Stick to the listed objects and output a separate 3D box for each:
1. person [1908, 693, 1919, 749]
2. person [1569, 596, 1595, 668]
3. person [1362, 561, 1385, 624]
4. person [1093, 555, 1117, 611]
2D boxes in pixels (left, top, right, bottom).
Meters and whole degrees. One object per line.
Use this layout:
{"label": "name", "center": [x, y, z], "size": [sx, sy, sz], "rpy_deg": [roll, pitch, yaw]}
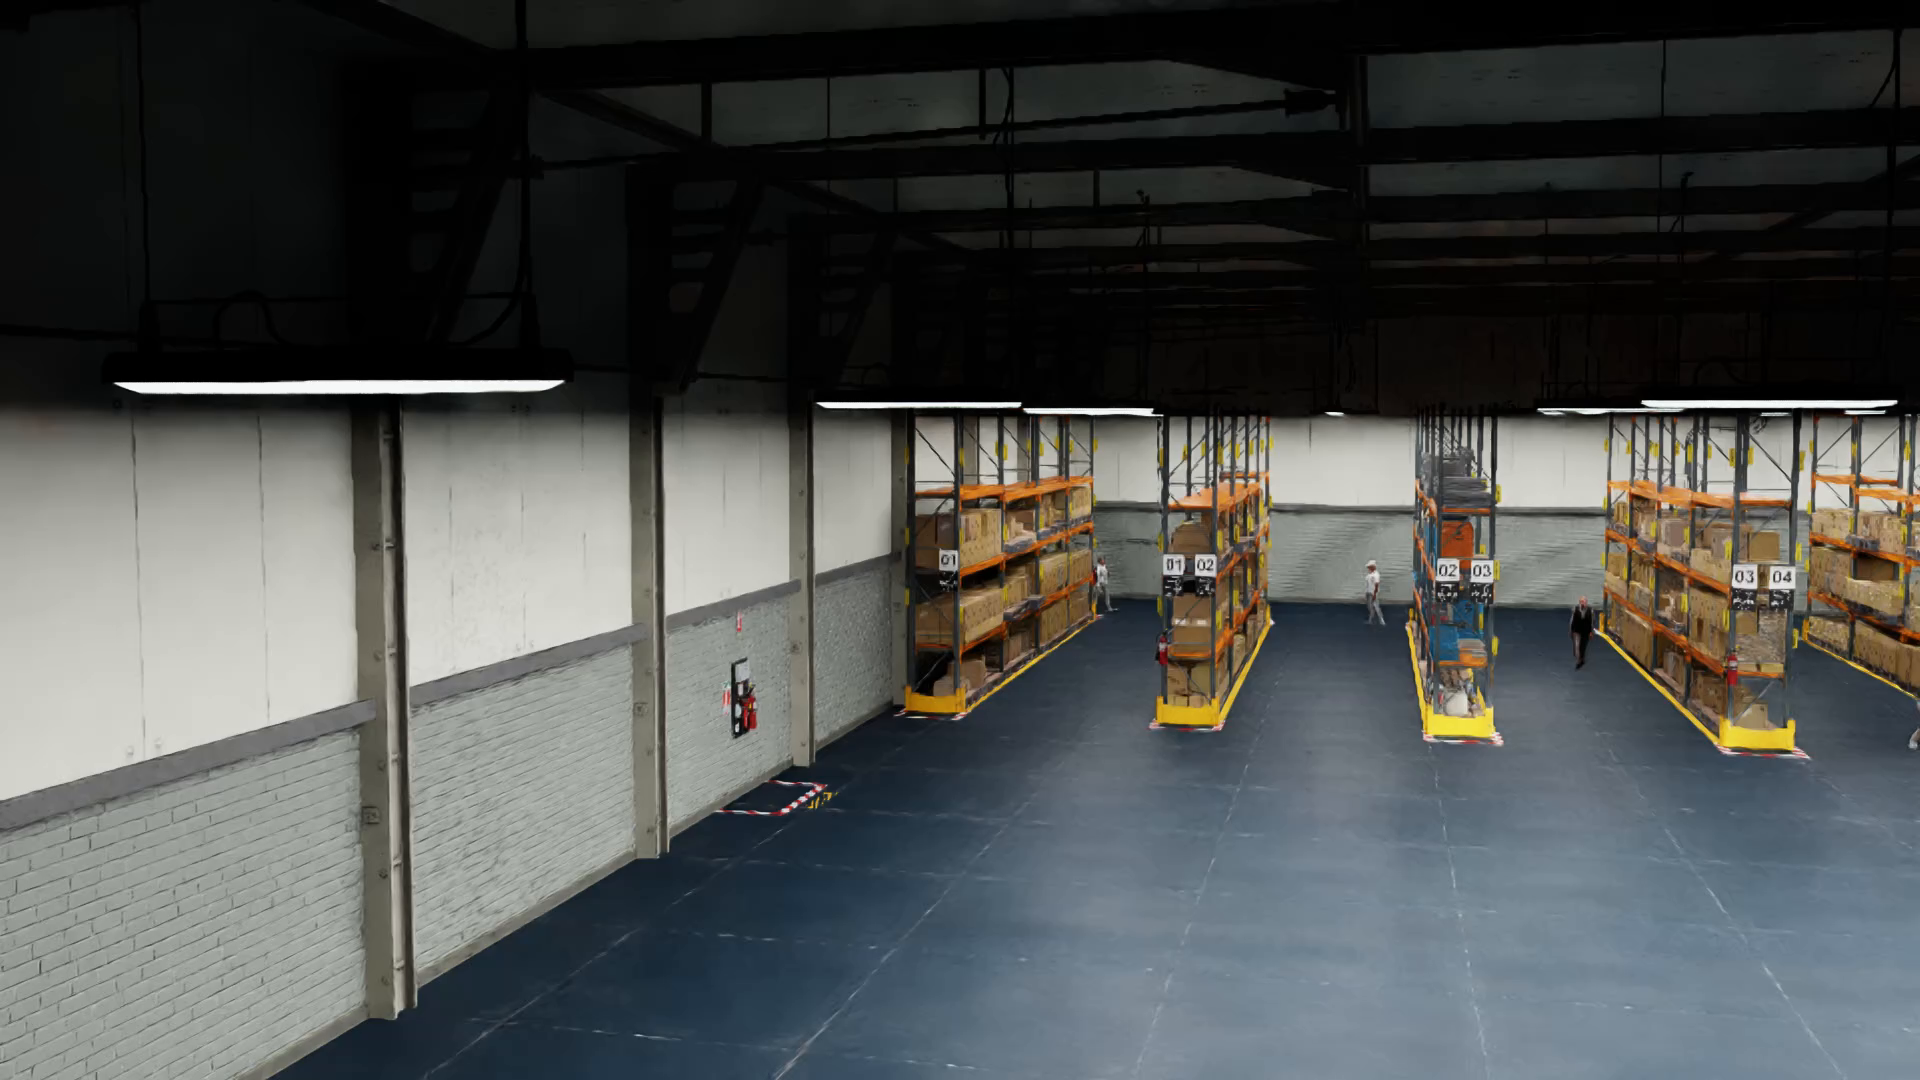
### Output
{"label": "person", "center": [16.589, 2.796, 28.444], "size": [0.607, 1.719, 0.546], "rpy_deg": [-2, 4, -22]}
{"label": "person", "center": [14.351, 2.102, 38.320], "size": [0.543, 1.644, 1.119], "rpy_deg": [1, 4, 11]}
{"label": "person", "center": [11.590, 1.467, 46.479], "size": [0.469, 1.764, 0.748], "rpy_deg": [-1, 4, -11]}
{"label": "person", "center": [4.244, 1.280, 49.424], "size": [0.682, 1.670, 0.554], "rpy_deg": [-3, 5, -38]}
